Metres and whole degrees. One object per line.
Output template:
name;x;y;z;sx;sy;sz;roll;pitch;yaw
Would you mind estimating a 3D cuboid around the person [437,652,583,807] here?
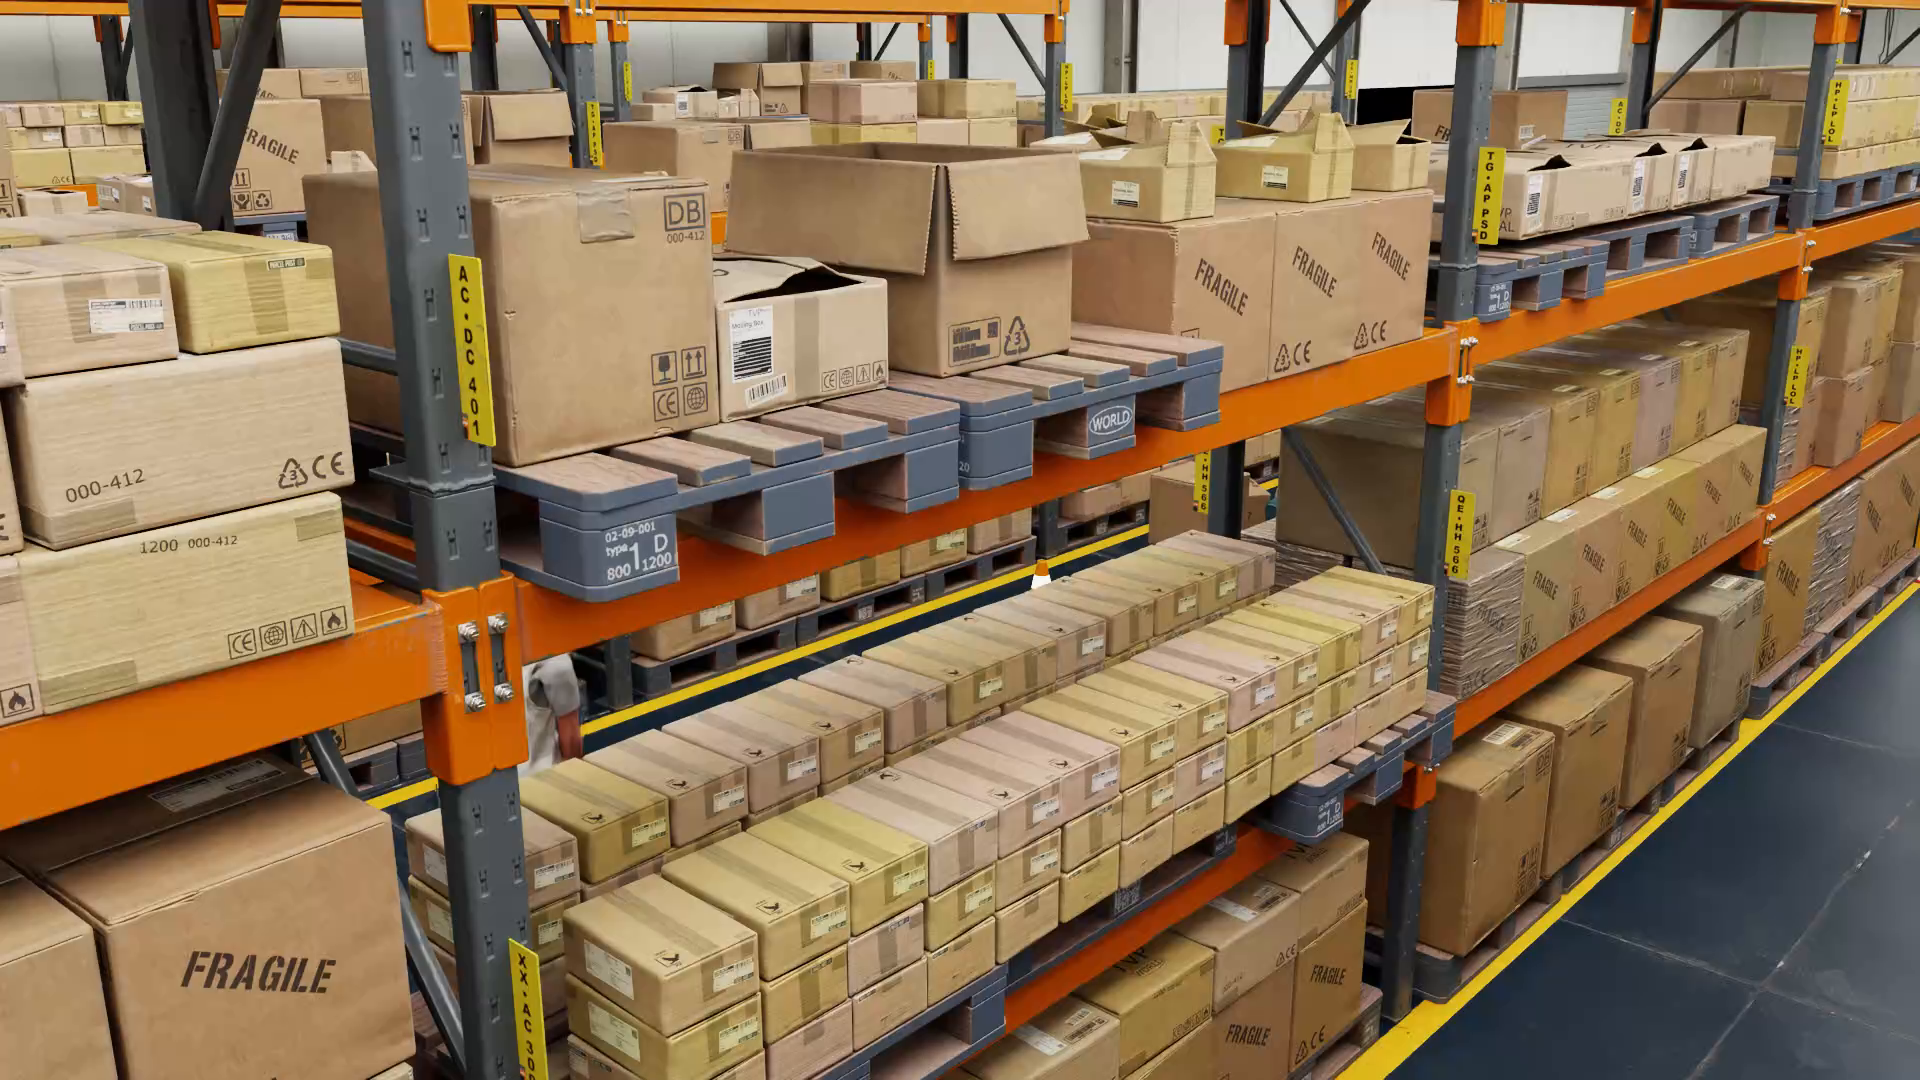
person;-1.819;0.956;6.817;0.536;1.751;0.993;11;20;33
